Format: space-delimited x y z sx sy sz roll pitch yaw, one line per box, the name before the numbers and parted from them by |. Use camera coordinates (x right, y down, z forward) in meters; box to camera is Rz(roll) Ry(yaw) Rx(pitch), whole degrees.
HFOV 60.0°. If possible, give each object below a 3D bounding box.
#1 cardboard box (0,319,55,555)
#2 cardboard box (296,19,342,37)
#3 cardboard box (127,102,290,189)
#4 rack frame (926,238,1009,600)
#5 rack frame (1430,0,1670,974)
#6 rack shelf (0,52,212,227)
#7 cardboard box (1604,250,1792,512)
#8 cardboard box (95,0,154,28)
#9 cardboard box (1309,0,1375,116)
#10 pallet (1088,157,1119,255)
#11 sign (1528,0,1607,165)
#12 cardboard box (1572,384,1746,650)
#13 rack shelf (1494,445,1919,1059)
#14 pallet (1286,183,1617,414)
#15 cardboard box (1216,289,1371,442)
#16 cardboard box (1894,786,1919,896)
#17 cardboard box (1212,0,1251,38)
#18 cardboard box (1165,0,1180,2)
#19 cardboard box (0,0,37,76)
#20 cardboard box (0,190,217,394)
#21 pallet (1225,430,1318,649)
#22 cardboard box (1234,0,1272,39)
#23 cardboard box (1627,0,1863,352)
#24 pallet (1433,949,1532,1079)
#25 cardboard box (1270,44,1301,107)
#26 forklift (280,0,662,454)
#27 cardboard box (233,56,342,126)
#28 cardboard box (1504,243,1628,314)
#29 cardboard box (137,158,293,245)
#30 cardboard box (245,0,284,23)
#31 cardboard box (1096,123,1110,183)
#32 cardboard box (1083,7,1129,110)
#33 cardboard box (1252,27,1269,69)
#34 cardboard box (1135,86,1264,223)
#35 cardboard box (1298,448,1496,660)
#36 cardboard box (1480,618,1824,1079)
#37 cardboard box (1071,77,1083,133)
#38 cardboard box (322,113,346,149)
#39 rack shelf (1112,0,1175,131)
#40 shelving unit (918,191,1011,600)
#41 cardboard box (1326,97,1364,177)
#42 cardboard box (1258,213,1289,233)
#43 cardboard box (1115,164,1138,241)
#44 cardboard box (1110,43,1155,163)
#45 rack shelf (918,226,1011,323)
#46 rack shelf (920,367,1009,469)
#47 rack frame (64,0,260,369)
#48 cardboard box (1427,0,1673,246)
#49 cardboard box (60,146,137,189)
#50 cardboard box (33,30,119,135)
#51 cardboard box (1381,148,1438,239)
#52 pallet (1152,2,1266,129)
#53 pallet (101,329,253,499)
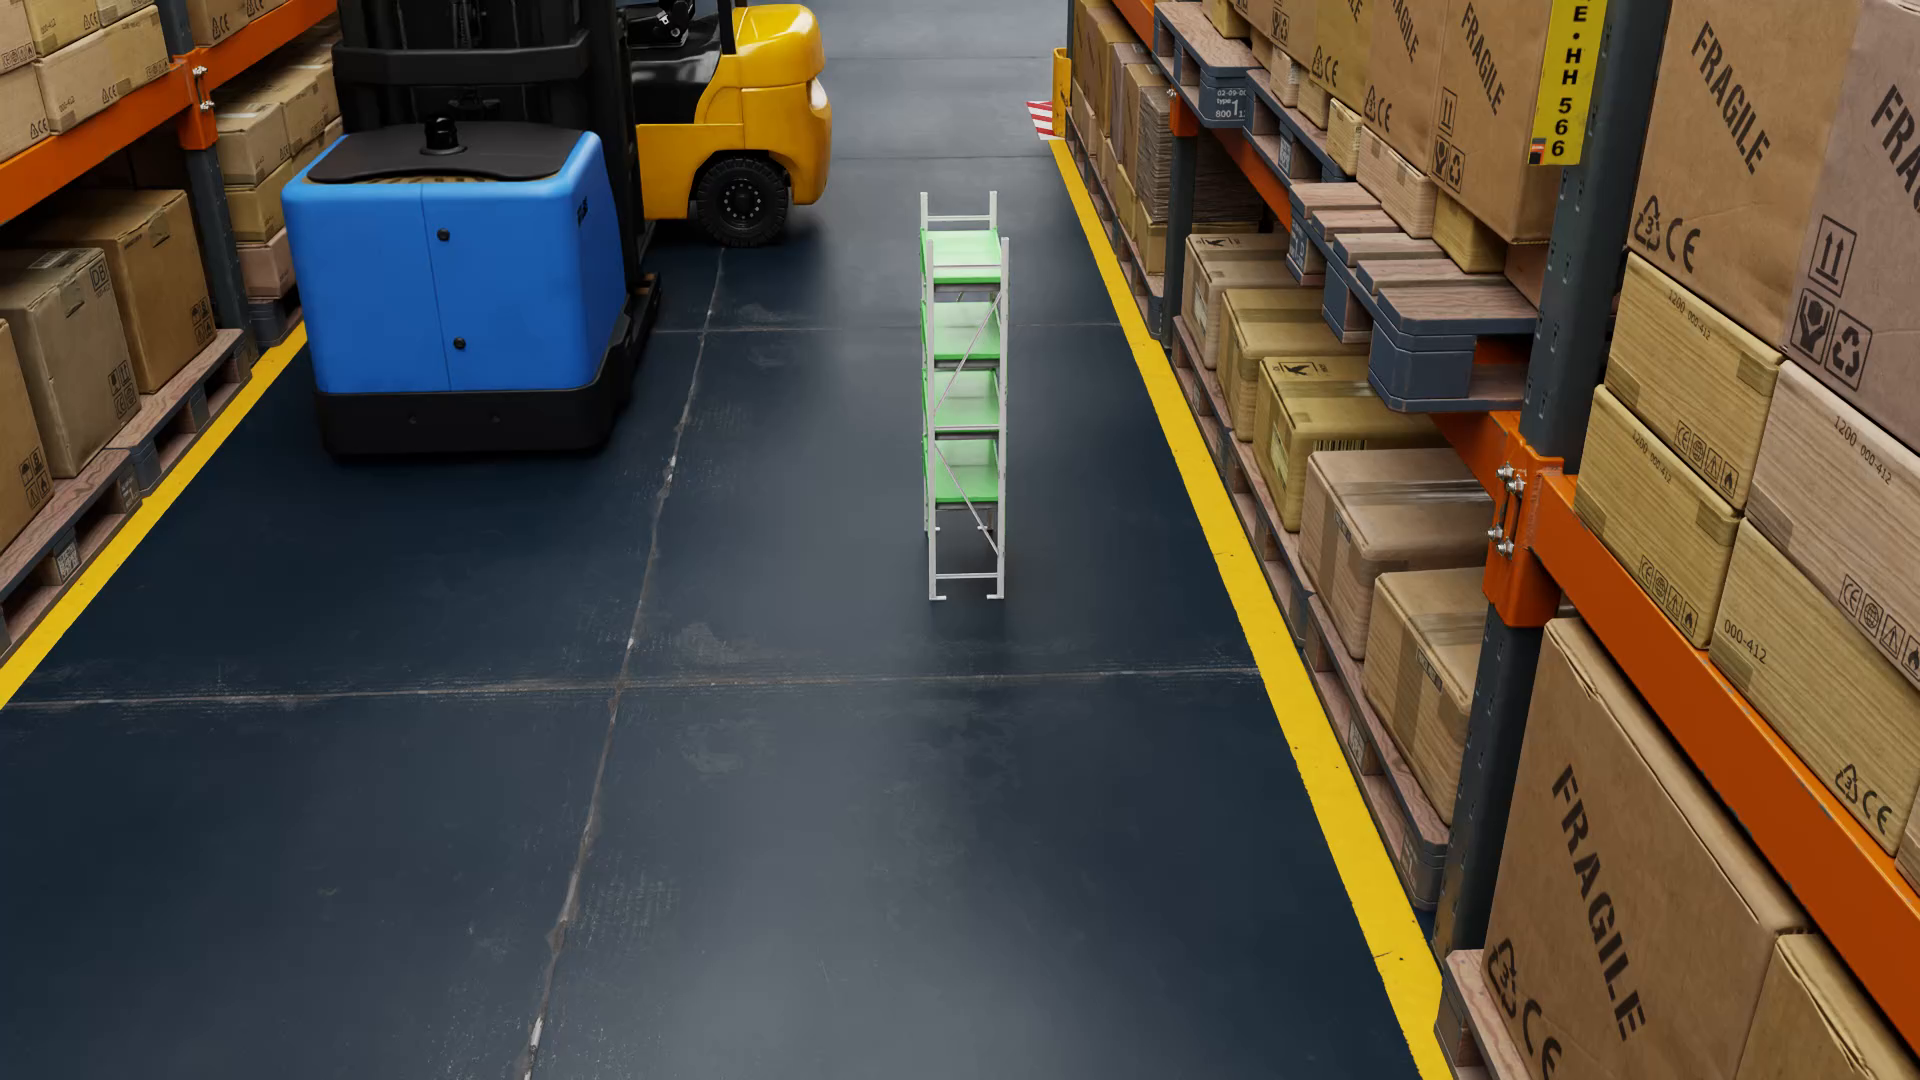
cardboard box | -3.444 -0.270 5.137 0.875 0.625 0.625 -2 28 -5
cardboard box | -3.361 -2.667 9.057 0.500 0.250 0.500 -1 28 -2
cardboard box | -3.268 -1.724 7.250 0.500 0.250 0.500 -2 28 -3
rack frame | 0.021 -0.343 5.110 0.240 1.200 0.015 -1 28 -3
rack frame | 1.609 -0.357 3.191 1.000 3.000 0.127 -1 28 -3
rack shelf | -3.452 -0.840 4.895 1.077 0.370 4.000 -1 28 -3
cardboard box | 1.389 -0.272 2.650 0.500 0.250 0.500 -2 28 -3
cardboard box | -3.275 -2.017 5.996 0.500 0.250 0.500 -2 28 -4
cardboard box | 1.242 -1.394 4.296 0.500 0.500 0.500 -3 28 -6
pallet | 1.263 -1.842 9.053 1.003 0.211 1.213 -1 28 -3
sign | 1.068 -0.818 2.908 0.100 0.325 0.005 -1 28 -3
cardboard box | 1.383 -0.058 2.780 0.500 0.250 0.500 -2 28 -4
rack shelf | 1.714 0.886 1.586 1.077 0.370 4.000 -1 28 -3
pallet | 1.466 -0.598 3.861 1.213 0.211 1.003 -1 28 -3
cardboard box | 1.471 -0.651 6.142 0.950 0.372 0.625 0 28 1
cardboard box | 1.449 0.421 1.862 0.500 0.250 0.500 0 28 -1
cardboard box | 1.118 -1.901 5.968 0.380 0.149 0.250 -1 28 -2
cardboard box | 1.079 -2.234 7.061 0.380 0.149 0.250 -2 28 -3
cardboard box | -3.221 -1.544 5.087 0.500 0.250 0.500 -1 28 -2
cardboard box | -3.518 -0.975 6.490 0.875 0.625 0.625 0 28 0
pallet | 1.509 -0.044 5.605 1.003 0.211 1.213 -1 28 -3
cardboard box | 1.177 -1.883 5.233 0.500 0.500 0.500 -2 28 -3
cardboard box | 1.391 -0.611 2.488 0.500 0.500 0.500 -2 28 -4
pallet | 1.575 1.245 3.134 1.003 0.211 1.213 -1 28 -3
cardboard box | 1.154 -1.414 5.034 0.380 0.149 0.250 0 28 -1
forklift | -1.954 -2.265 6.923 1.130 2.935 3.031 -1 28 -3
cardboard box | -3.322 -2.190 8.143 0.500 0.250 0.500 0 28 -1
cardboard box | 1.357 -0.577 3.431 0.380 0.149 0.250 0 28 -1
cardboard box | -3.273 -1.502 7.365 0.500 0.250 0.500 -2 28 -3
cardboard box | -3.363 -2.578 7.342 0.500 0.500 0.500 -1 28 -2
cardboard box | 1.018 -2.152 9.151 0.500 0.250 0.500 0 28 1
cardboard box | 0.991 -2.720 9.429 0.500 0.500 0.500 -2 28 -5
cardboard box | 1.181 -1.652 5.491 0.380 0.149 0.250 -1 28 -2
cardboard box | 1.101 -1.771 7.609 0.500 0.500 0.500 -2 28 -3
cardboard box | 1.543 0.020 4.855 0.950 0.372 0.625 -2 28 -4
cardboard box | 1.562 0.720 2.970 0.875 0.875 0.875 -2 28 -3
cardboard box | 0.957 -2.639 10.086 0.500 0.250 0.500 -2 28 -3
cardboard box | -3.316 -1.967 8.257 0.500 0.250 0.500 -2 28 -3
rack shelf | 1.296 -2.809 8.670 1.077 0.370 4.000 -1 28 -3
shelving unit | 0.009 -0.456 5.326 0.258 1.200 0.503 -1 28 -3
cardboard box | 1.179 -1.058 4.353 0.380 0.149 0.250 -1 28 -2
cardboard box | 1.639 -1.450 7.806 0.500 0.250 0.500 -3 28 -5
cardboard box | 1.063 -1.683 8.253 0.500 0.250 0.500 -2 28 -4
cardboard box | 1.045 -2.241 8.511 0.500 0.500 0.500 0 28 0
rack shelf | 0.009 -0.824 5.134 0.258 0.148 0.480 -1 28 -3
rack shelf | 0.009 -0.399 5.356 0.258 0.148 0.480 -1 28 -3
rack frame | -3.556 -2.083 6.499 1.000 3.000 0.127 -1 28 -3
cardboard box | 1.308 -0.923 3.391 0.500 0.500 0.500 -2 28 -4
cardboard box | -3.775 -1.716 7.234 0.500 0.250 0.500 -1 28 -2
cardboard box | -3.237 -1.558 5.655 0.500 0.250 0.500 -2 28 -3
cardboard box | 1.213 -0.815 3.886 0.380 0.149 0.250 -2 28 -3
pallet | 1.295 -1.763 6.093 1.003 0.211 1.213 -1 28 -3
pallet | -3.479 -0.507 6.494 1.003 0.211 1.213 -1 28 -3
